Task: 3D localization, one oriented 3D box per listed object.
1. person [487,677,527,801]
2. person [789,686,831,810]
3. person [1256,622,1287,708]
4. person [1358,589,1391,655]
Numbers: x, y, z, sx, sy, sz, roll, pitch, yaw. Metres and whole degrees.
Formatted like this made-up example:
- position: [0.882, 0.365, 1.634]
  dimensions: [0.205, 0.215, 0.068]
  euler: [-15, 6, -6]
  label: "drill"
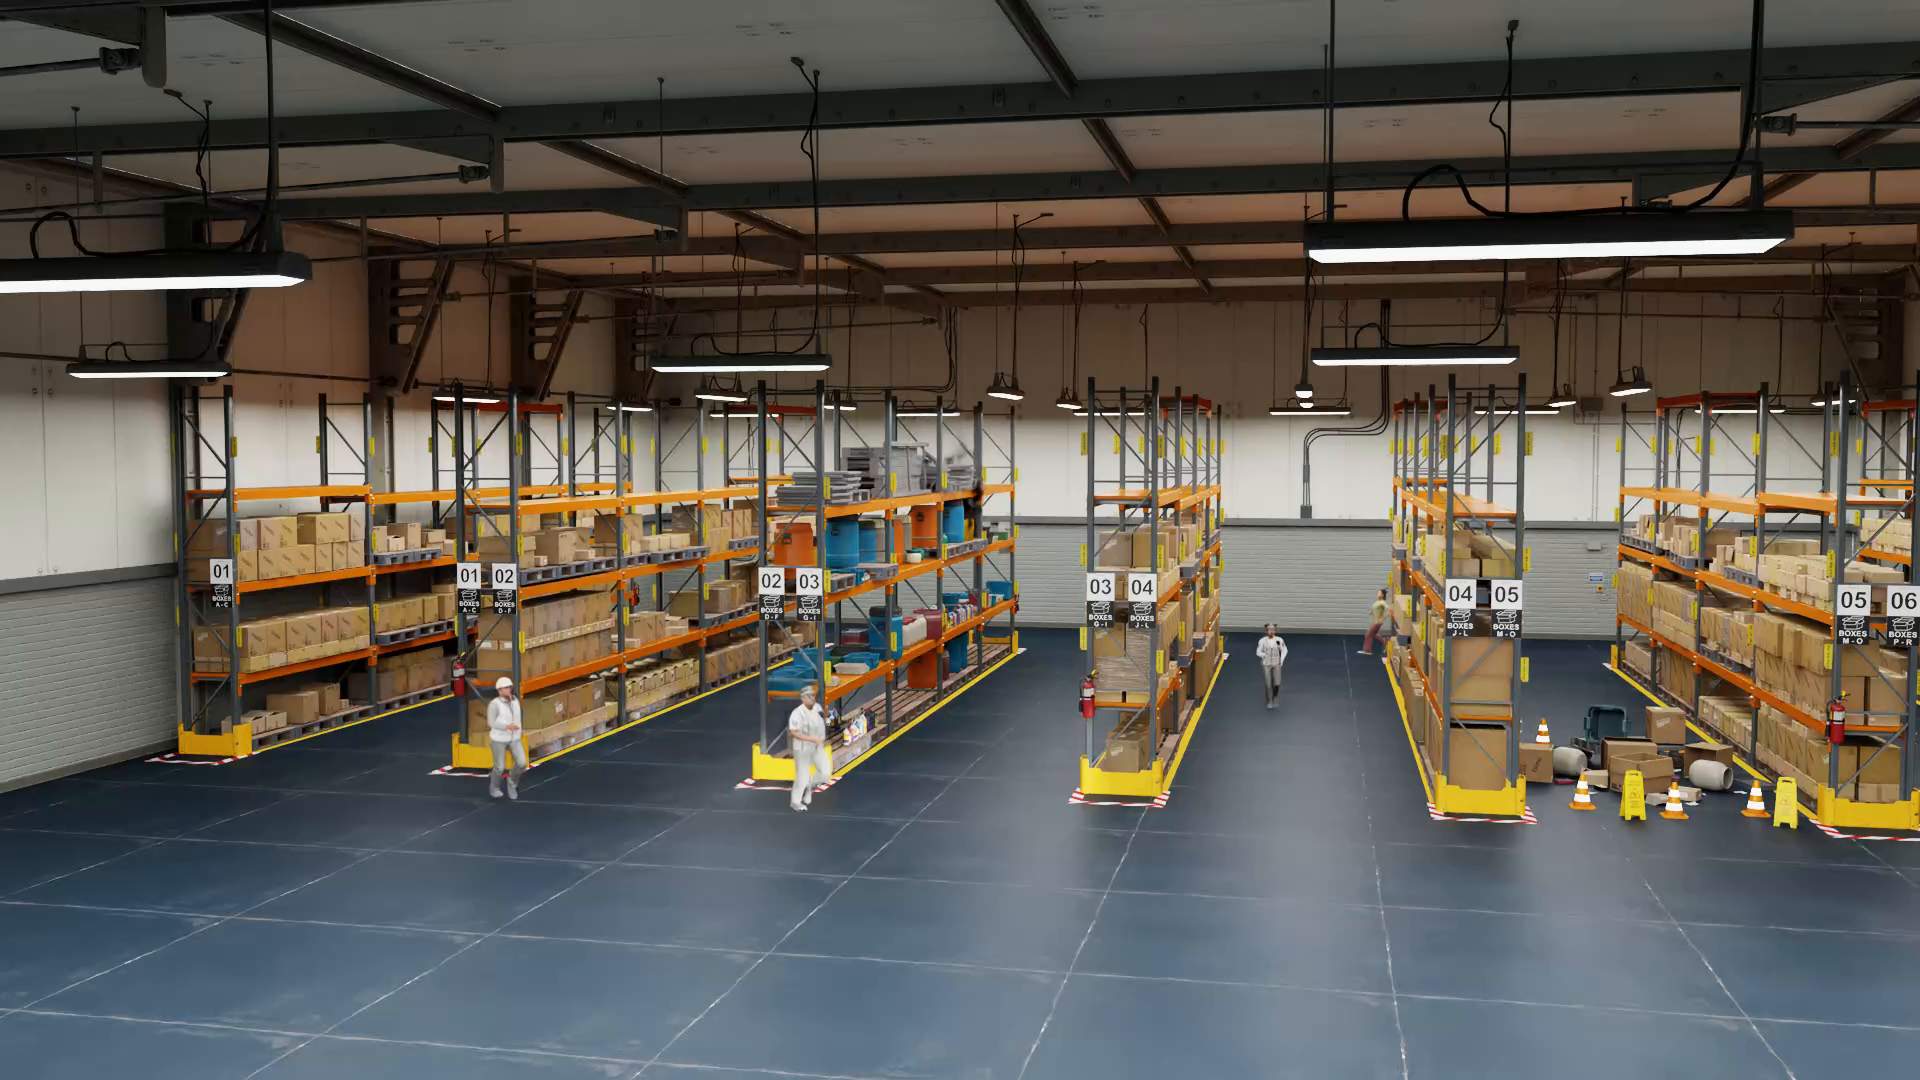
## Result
- position: [-6.380, 2.809, 23.437]
  dimensions: [0.777, 1.767, 0.624]
  euler: [3, 4, 45]
  label: "person"
- position: [-2.030, 2.848, 22.789]
  dimensions: [0.691, 1.737, 0.744]
  euler: [-3, 4, -40]
  label: "person"
- position: [5.937, 2.392, 31.637]
  dimensions: [0.591, 1.650, 0.599]
  euler: [0, 3, 8]
  label: "person"
- position: [9.957, 1.962, 39.726]
  dimensions: [0.817, 1.617, 0.641]
  euler: [0, 3, 3]
  label: "person"
